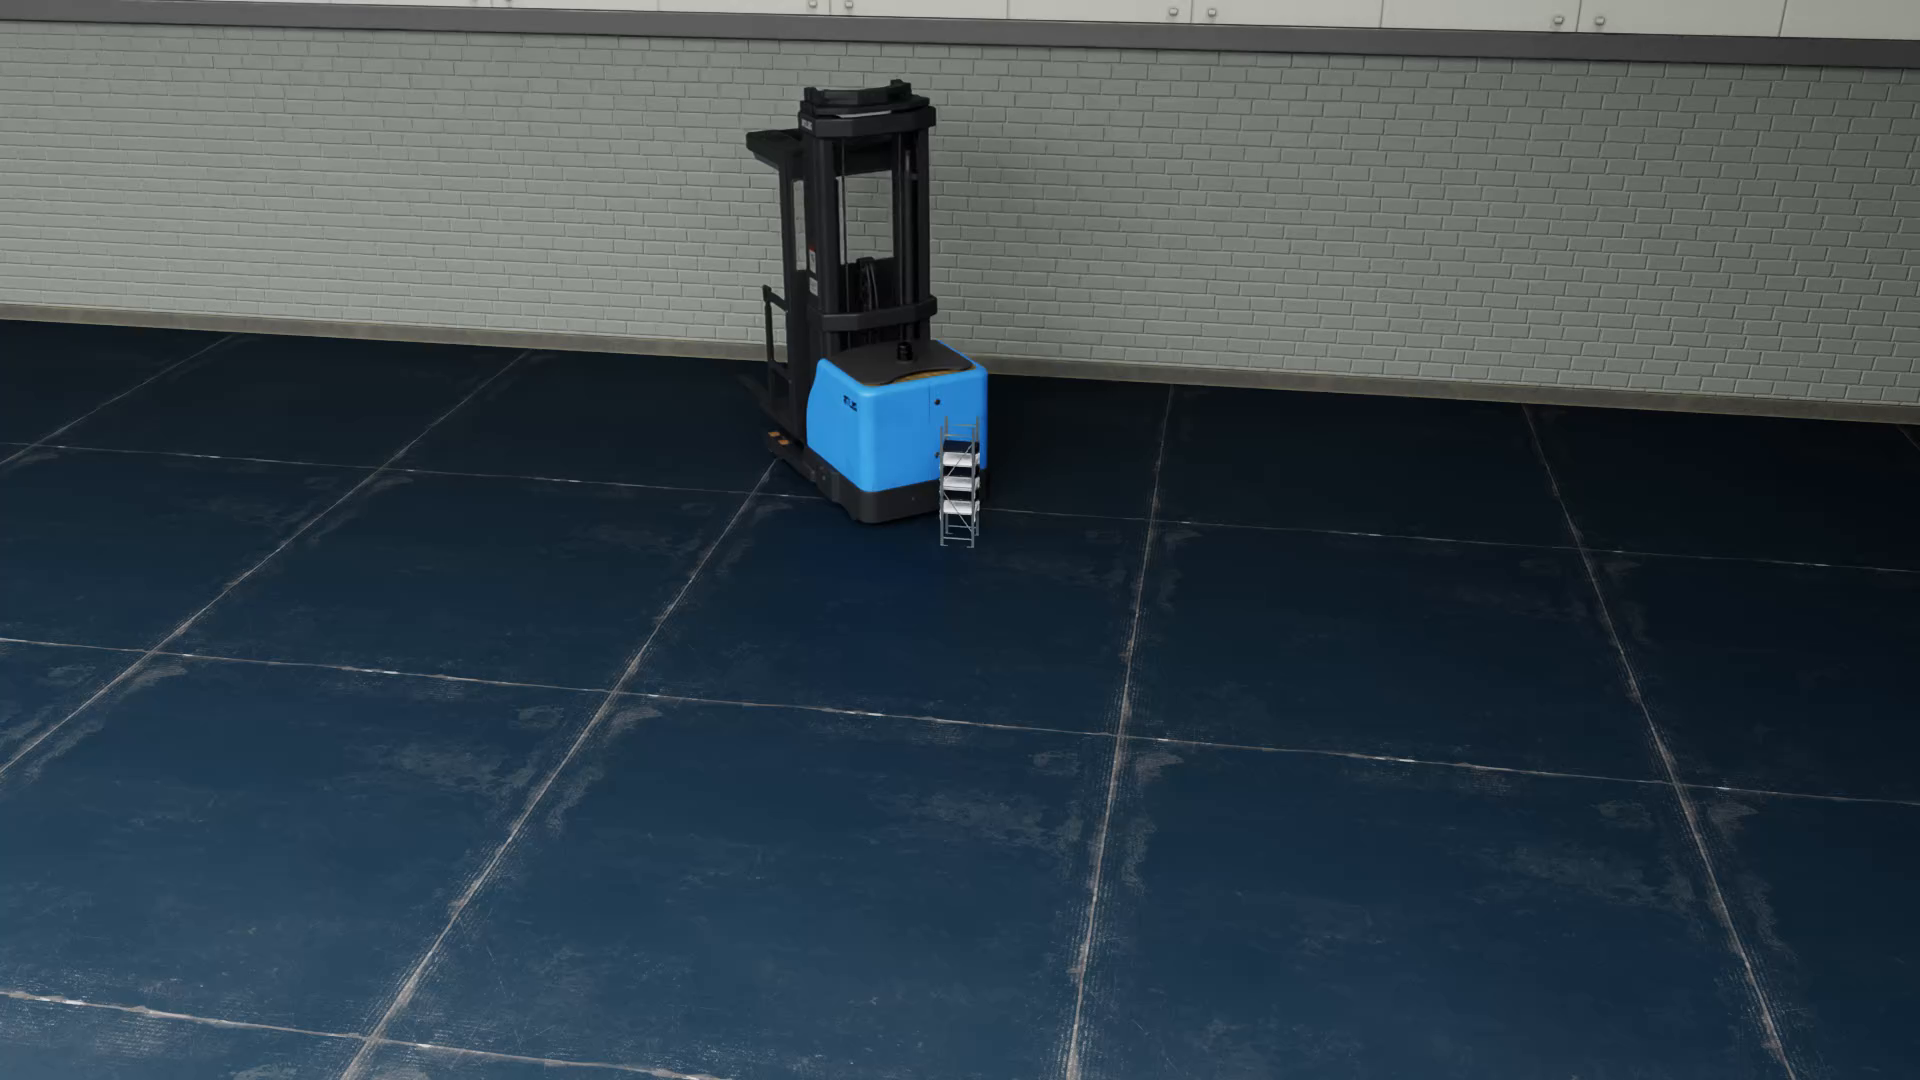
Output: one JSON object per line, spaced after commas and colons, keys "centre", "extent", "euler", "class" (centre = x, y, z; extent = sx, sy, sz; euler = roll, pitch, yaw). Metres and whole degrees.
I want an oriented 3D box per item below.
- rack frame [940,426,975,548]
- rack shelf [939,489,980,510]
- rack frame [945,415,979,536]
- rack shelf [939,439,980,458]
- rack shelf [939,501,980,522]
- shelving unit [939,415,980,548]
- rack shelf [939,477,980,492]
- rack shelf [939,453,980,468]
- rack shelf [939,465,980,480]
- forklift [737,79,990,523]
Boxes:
{"centre": [-0.018, -0.362, 11.505], "extent": [0.240, 0.900, 0.006], "euler": [4, 25, 9], "class": "rack frame"}
{"centre": [-0.001, -0.292, 11.649], "extent": [0.258, 0.077, 0.200], "euler": [4, 25, 9], "class": "rack shelf"}
{"centre": [0.015, -0.447, 11.687], "extent": [0.240, 0.900, 0.006], "euler": [4, 25, 9], "class": "rack frame"}
{"centre": [-0.001, -0.619, 11.496], "extent": [0.258, 0.077, 0.200], "euler": [4, 25, 9], "class": "rack shelf"}
{"centre": [-0.001, -0.211, 11.687], "extent": [0.258, 0.077, 0.200], "euler": [4, 25, 9], "class": "rack shelf"}
{"centre": [-0.001, -0.404, 11.596], "extent": [0.258, 0.900, 0.210], "euler": [4, 25, 9], "class": "shelving unit"}
{"centre": [-0.001, -0.374, 11.610], "extent": [0.258, 0.077, 0.200], "euler": [4, 25, 9], "class": "rack shelf"}
{"centre": [-0.001, -0.537, 11.534], "extent": [0.258, 0.077, 0.200], "euler": [4, 25, 9], "class": "rack shelf"}
{"centre": [-0.001, -0.455, 11.572], "extent": [0.258, 0.077, 0.200], "euler": [4, 25, 9], "class": "rack shelf"}
{"centre": [-0.916, -2.036, 12.686], "extent": [1.130, 2.935, 3.031], "euler": [-13, 28, -25], "class": "forklift"}
